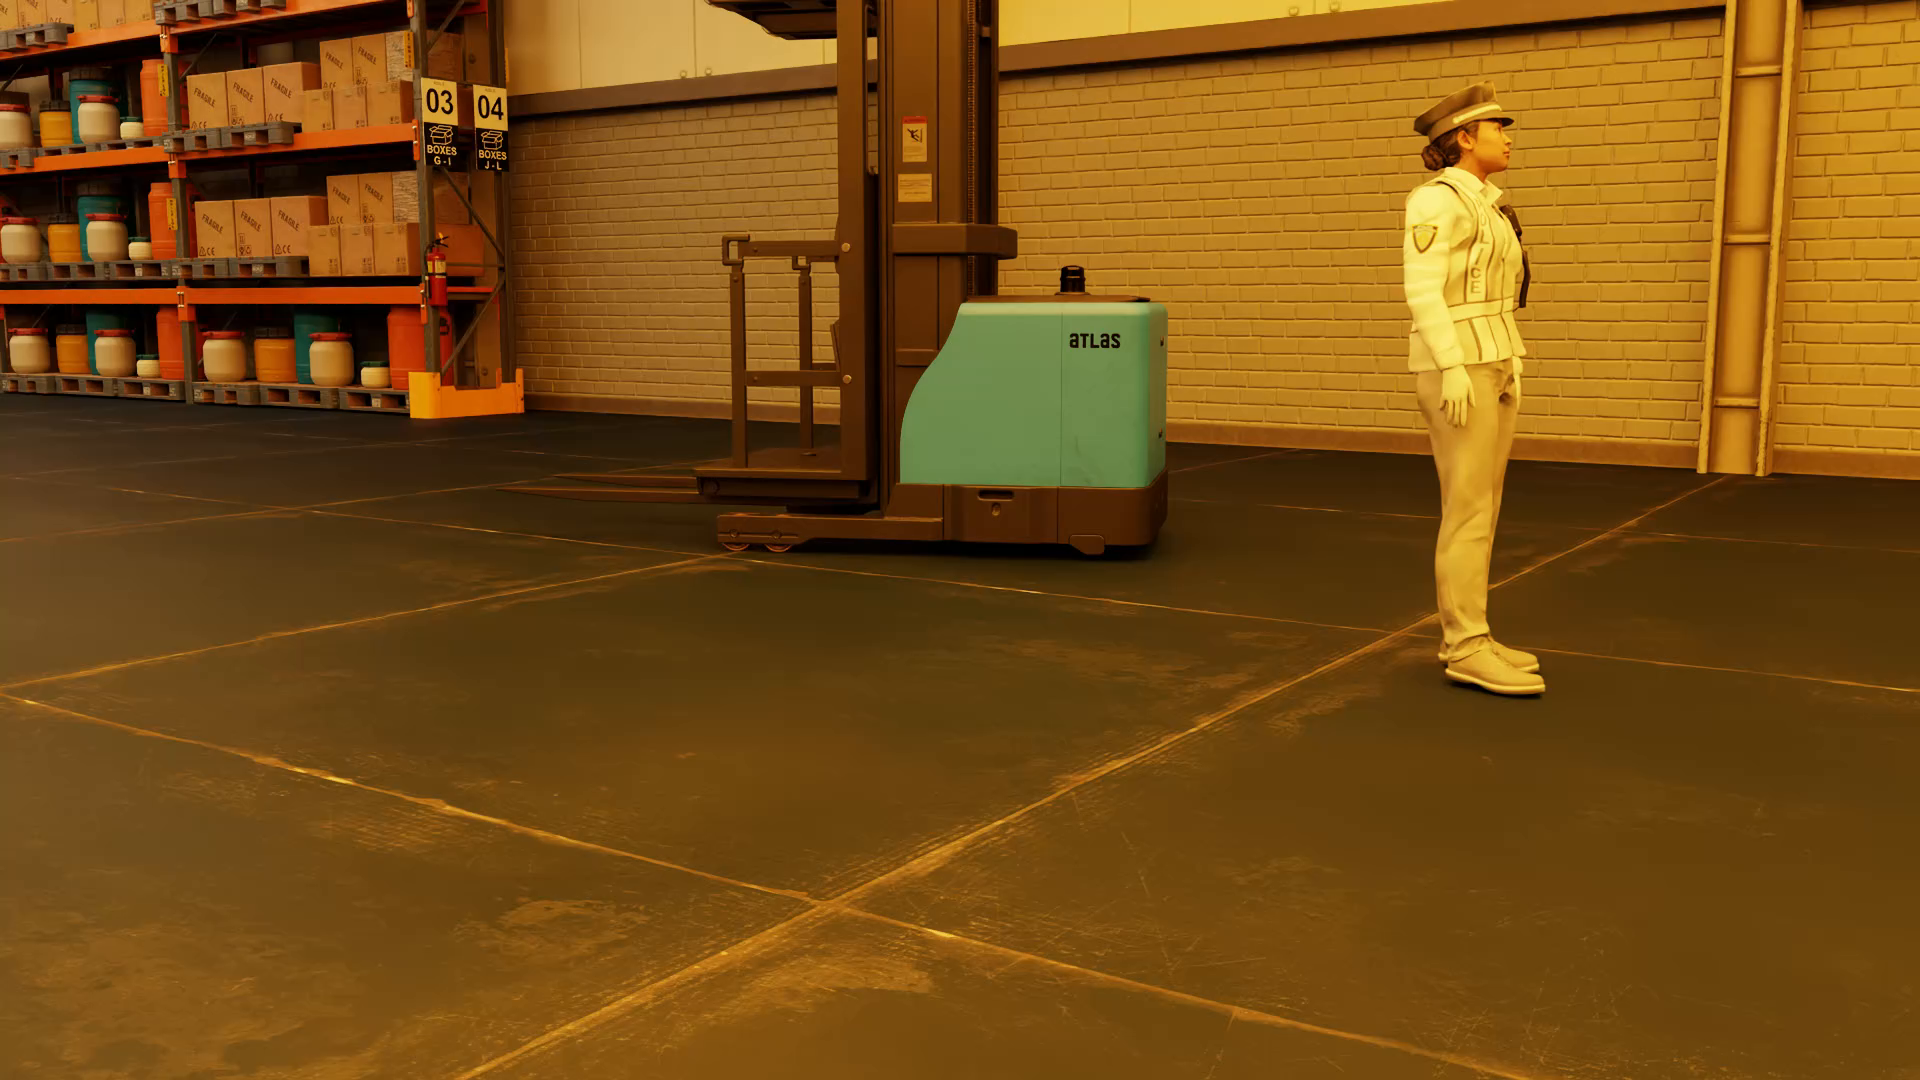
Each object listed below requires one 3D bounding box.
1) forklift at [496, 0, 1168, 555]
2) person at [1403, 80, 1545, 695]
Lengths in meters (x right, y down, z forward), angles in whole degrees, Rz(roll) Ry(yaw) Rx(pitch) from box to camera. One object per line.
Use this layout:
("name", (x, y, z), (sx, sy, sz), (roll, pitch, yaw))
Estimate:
("forklift", (-0.596, -1.469, 7.520), (3.031, 2.935, 1.130), (2, 8, 12))
("person", (1.524, -0.458, 4.772), (0.526, 1.698, 0.578), (6, 10, 36))
